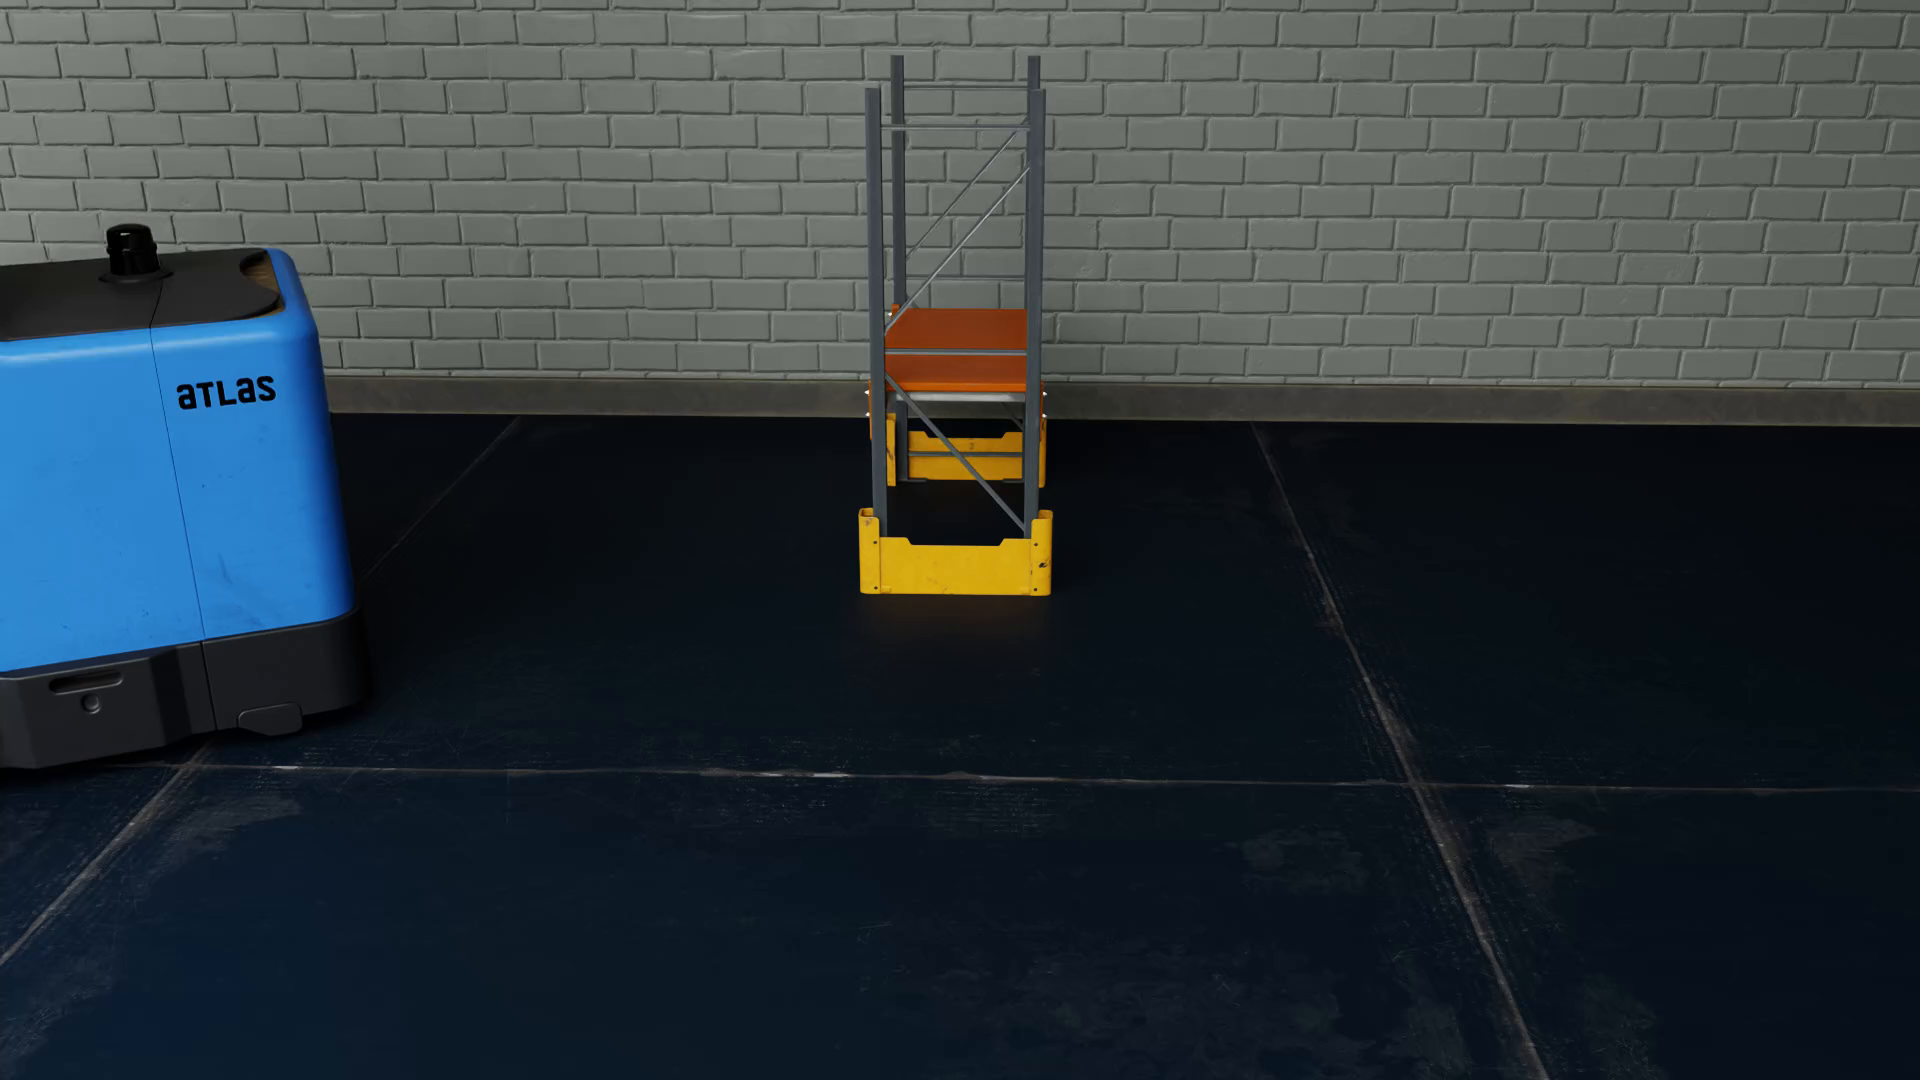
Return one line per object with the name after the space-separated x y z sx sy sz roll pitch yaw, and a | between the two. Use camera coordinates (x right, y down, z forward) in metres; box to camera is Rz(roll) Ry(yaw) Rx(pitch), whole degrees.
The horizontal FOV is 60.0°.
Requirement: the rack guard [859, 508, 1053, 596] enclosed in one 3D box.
-0.013 0.036 5.091 0.587 0.250 0.087 1 21 2 | rack guard

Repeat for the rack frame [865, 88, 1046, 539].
-0.013 -0.546 4.863 0.500 1.500 0.032 1 21 2 | rack frame

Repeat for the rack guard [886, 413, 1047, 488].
0.017 -0.324 6.019 0.587 0.250 0.087 1 21 2 | rack guard

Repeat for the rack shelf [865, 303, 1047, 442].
0.003 -0.562 5.402 0.538 0.185 1.000 1 21 2 | rack shelf

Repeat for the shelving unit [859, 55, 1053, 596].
0.002 -0.727 5.329 0.587 1.500 1.083 1 21 2 | shelving unit

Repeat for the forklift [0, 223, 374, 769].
-3.087 -0.833 3.623 3.031 2.935 1.130 -9 23 -22 | forklift

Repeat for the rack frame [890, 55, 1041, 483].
0.018 -0.914 5.811 0.500 1.500 0.032 1 21 2 | rack frame
